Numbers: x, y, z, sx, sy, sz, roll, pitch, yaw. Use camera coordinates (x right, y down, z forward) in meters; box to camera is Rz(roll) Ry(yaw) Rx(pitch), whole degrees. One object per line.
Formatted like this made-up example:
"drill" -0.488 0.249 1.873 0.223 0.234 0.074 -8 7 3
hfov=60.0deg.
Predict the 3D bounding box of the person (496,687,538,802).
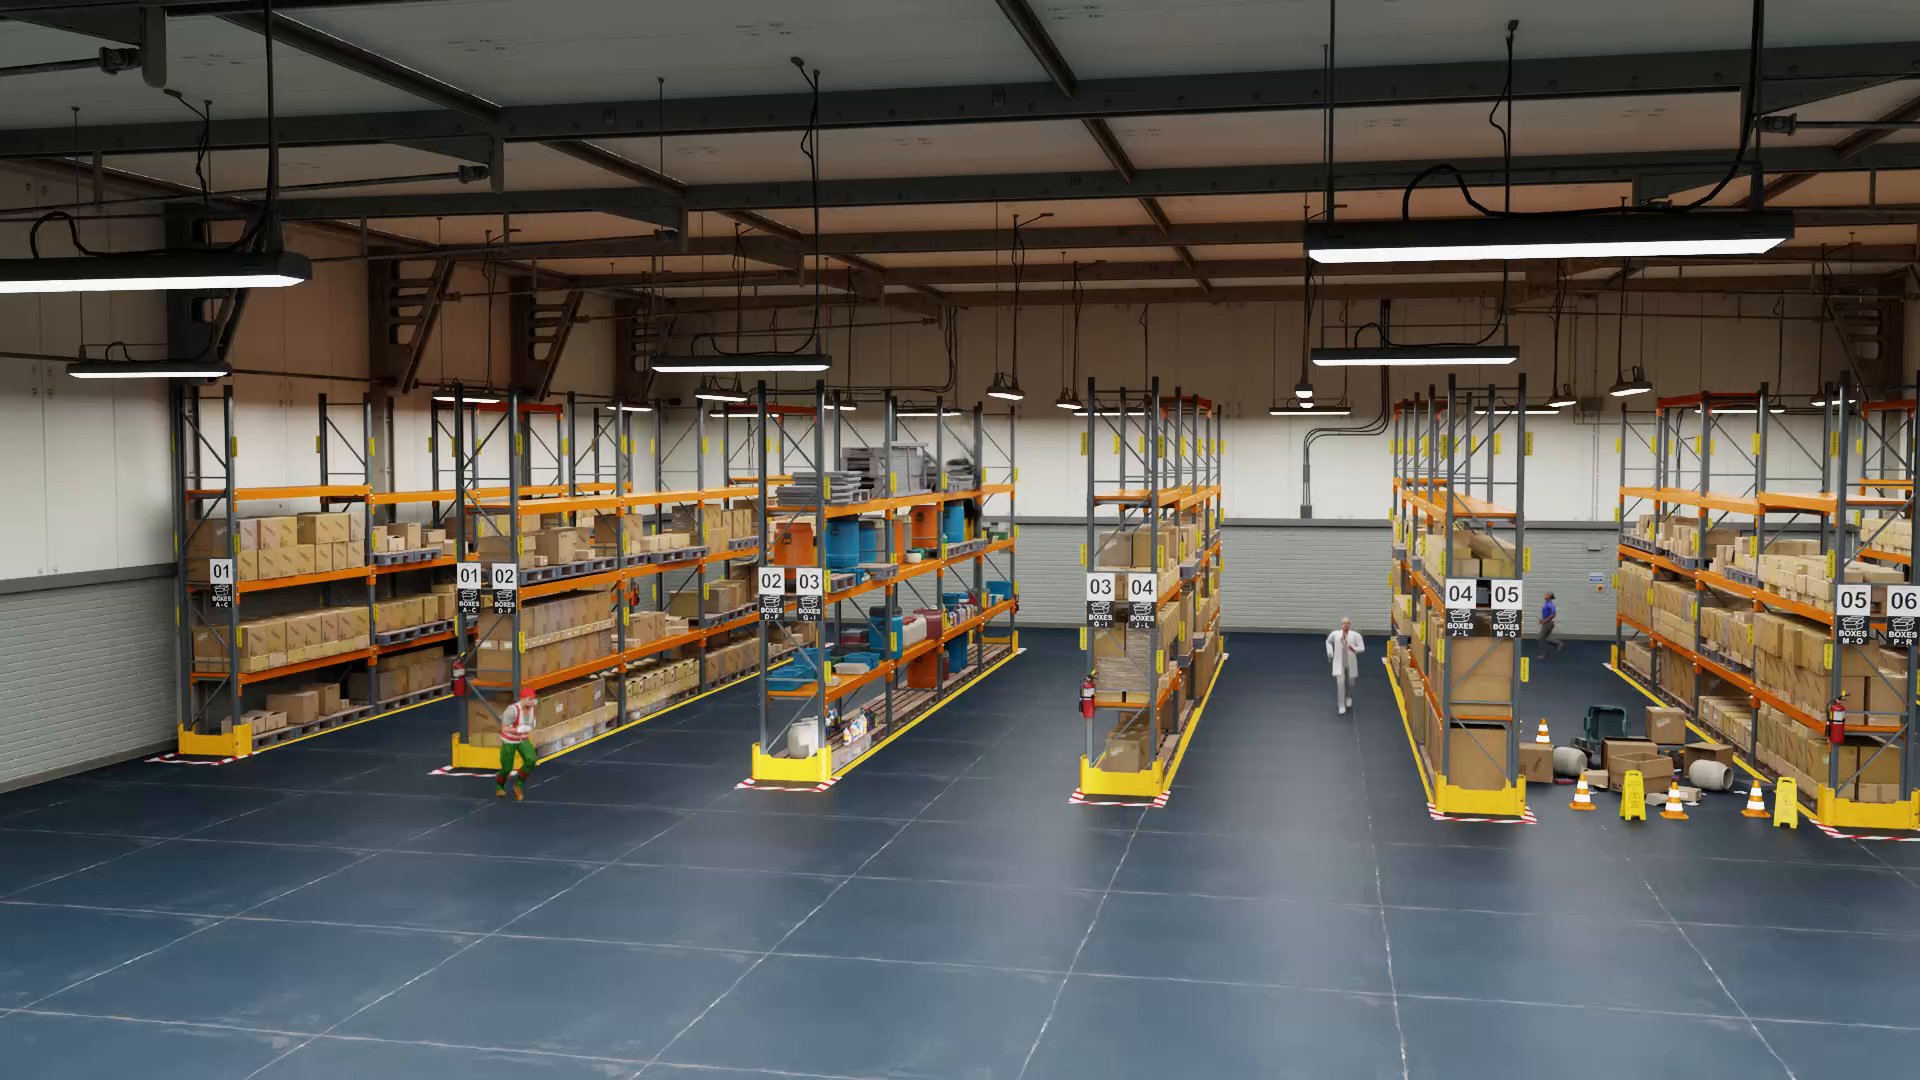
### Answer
"person" -6.224 2.868 23.457 0.974 1.655 0.700 3 4 41

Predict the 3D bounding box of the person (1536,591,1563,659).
"person" 13.911 2.018 39.169 0.599 1.606 0.578 1 3 15

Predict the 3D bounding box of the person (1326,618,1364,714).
"person" 7.253 2.340 31.332 0.709 1.754 1.057 1 3 11
